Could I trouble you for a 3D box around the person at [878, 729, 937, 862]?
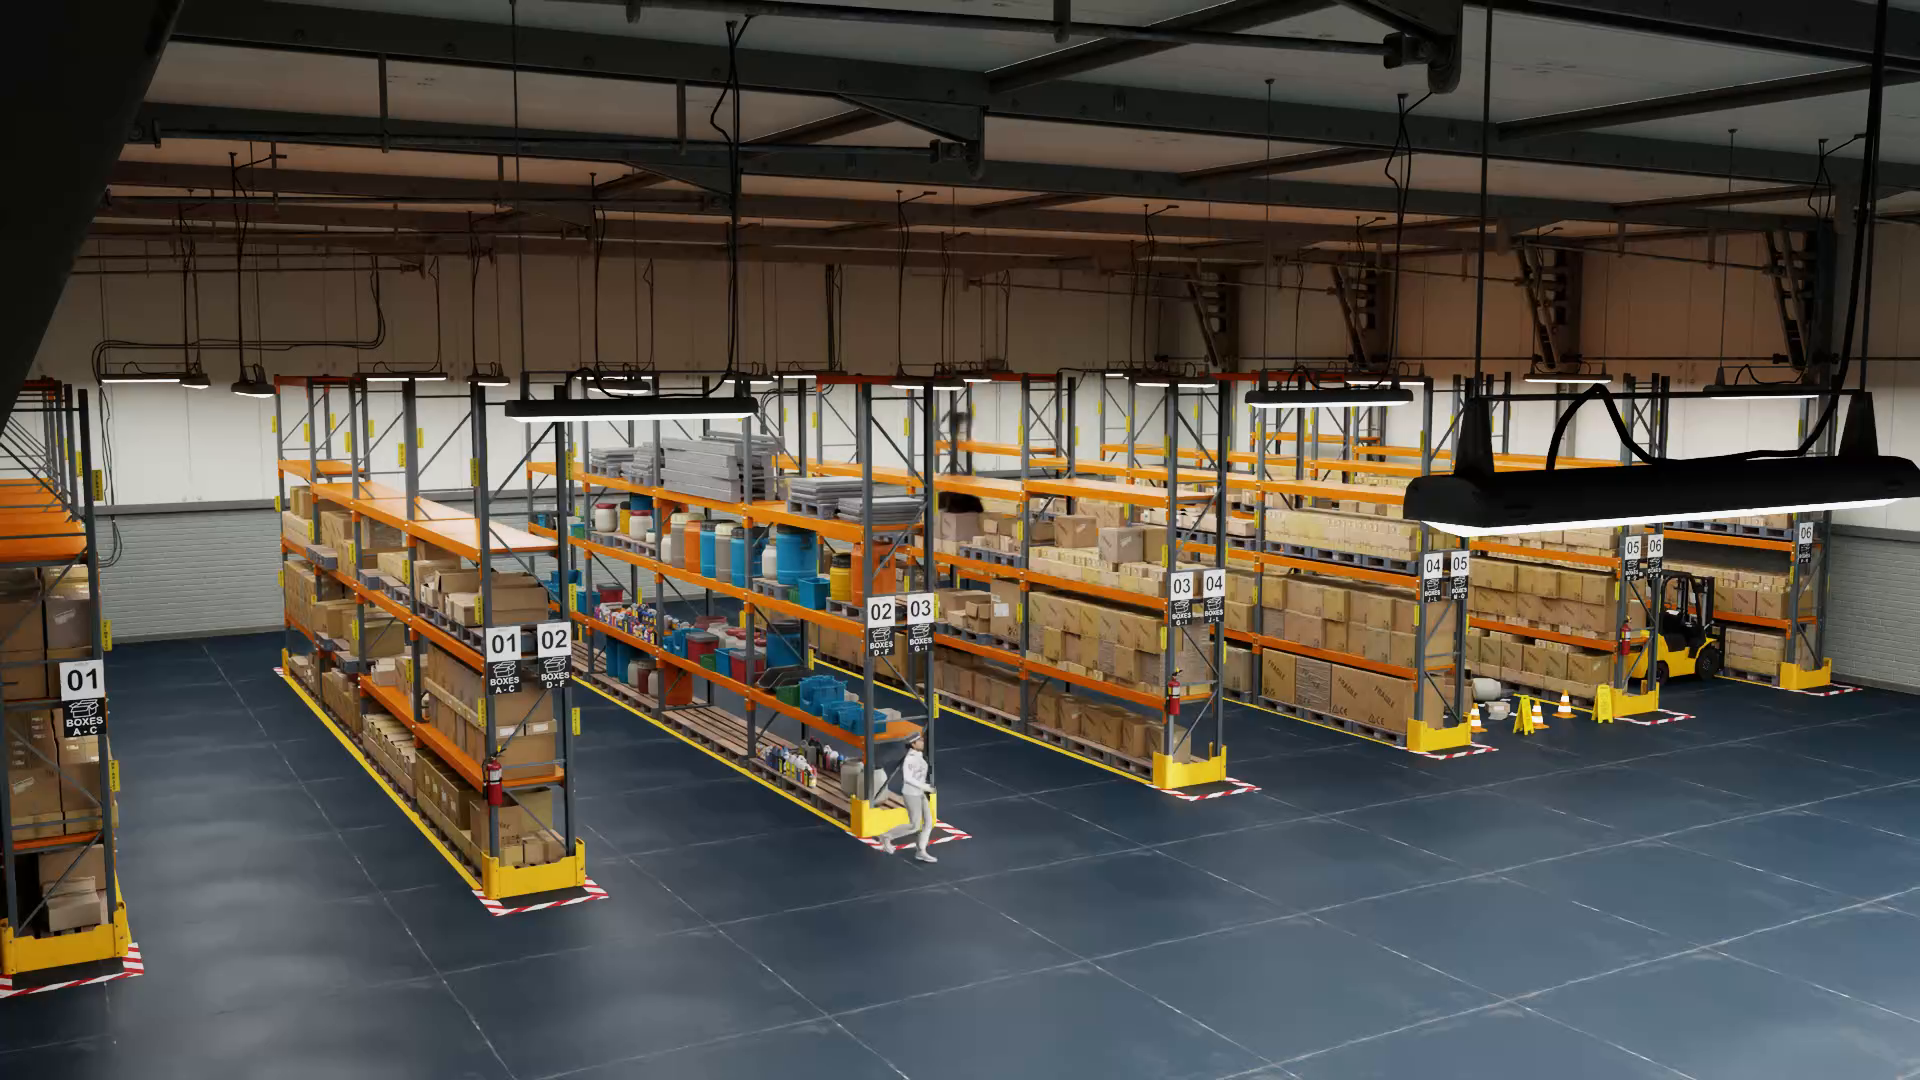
[{"bbox_3d":[-0.644,3.216,21.024,0.739,1.678,0.642,1,6,8],"label":"person"}]
